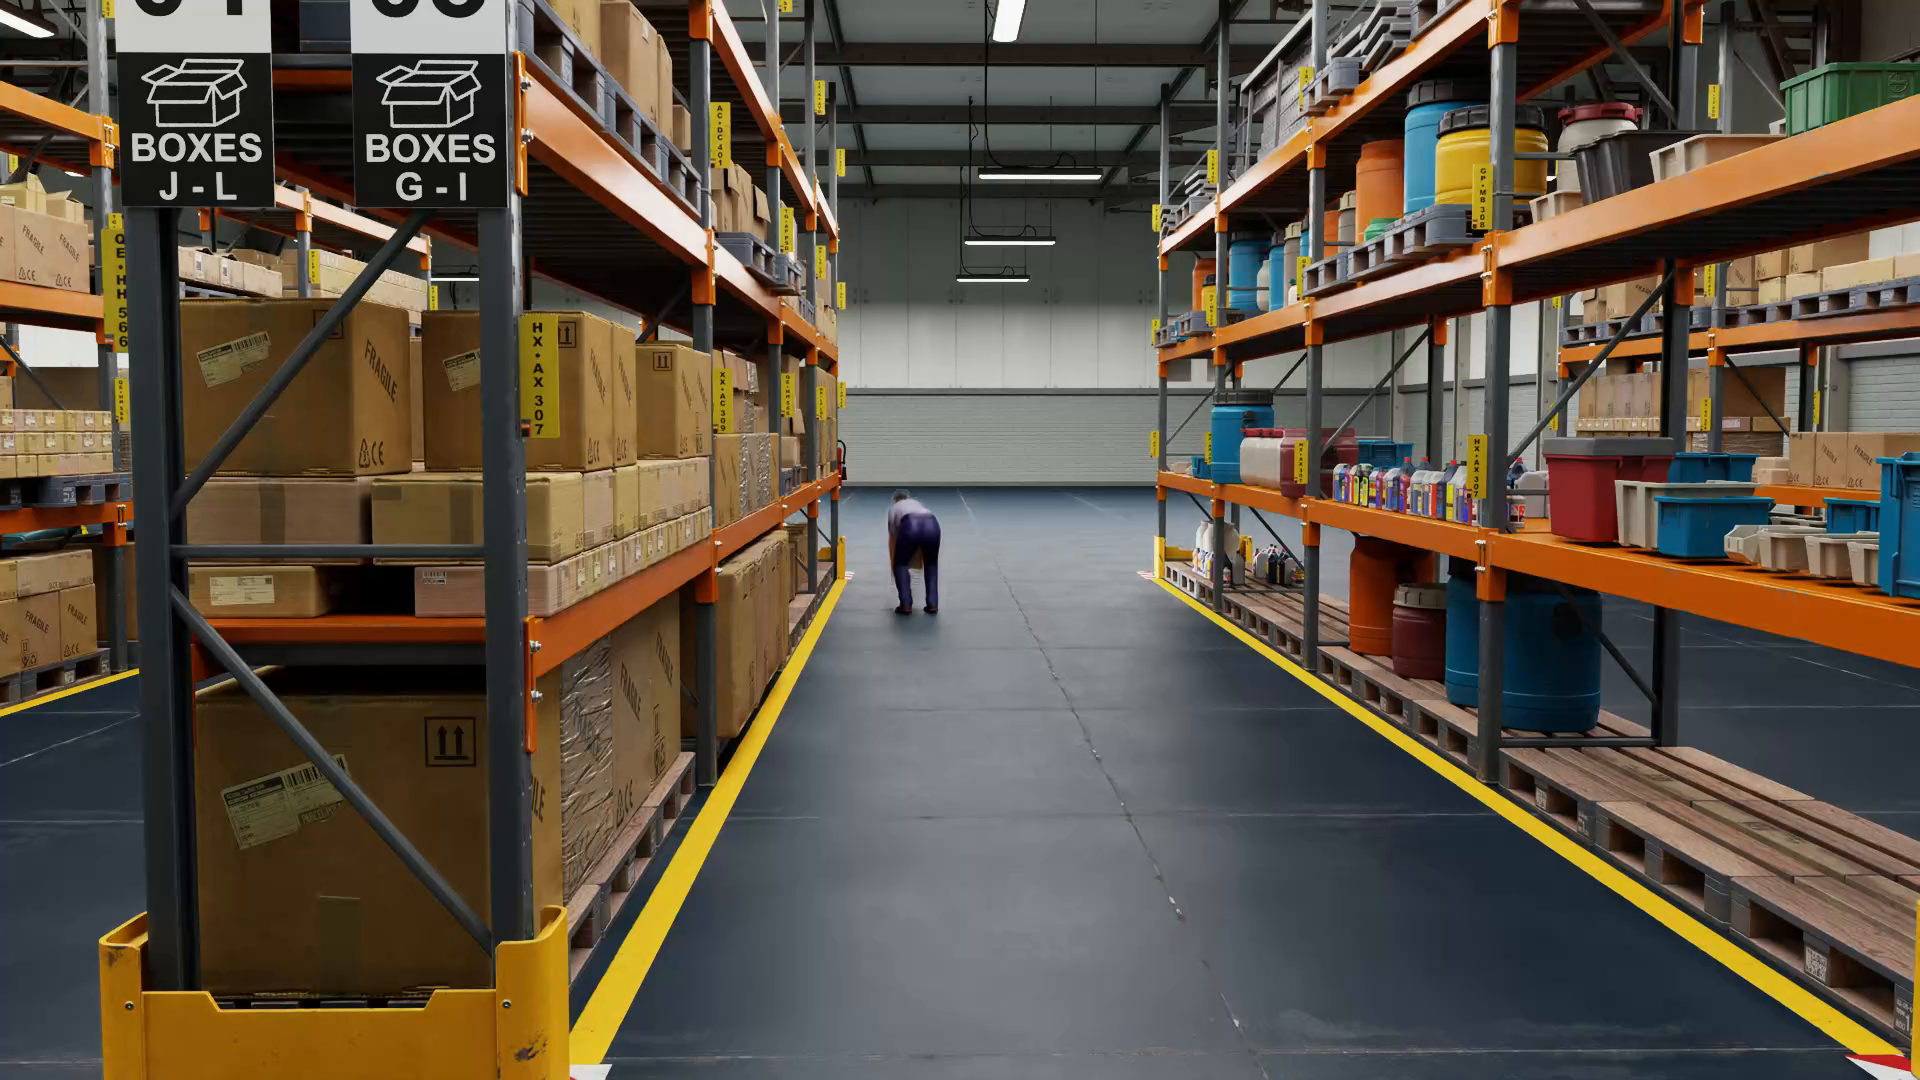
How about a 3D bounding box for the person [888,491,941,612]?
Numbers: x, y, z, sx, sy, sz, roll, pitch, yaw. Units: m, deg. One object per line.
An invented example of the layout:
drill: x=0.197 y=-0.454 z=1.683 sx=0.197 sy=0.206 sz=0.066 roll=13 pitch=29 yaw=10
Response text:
person: x=-0.490 y=0.115 z=16.786 sx=0.464 sy=1.199 sz=0.874 roll=-1 pitch=4 yaw=-19
